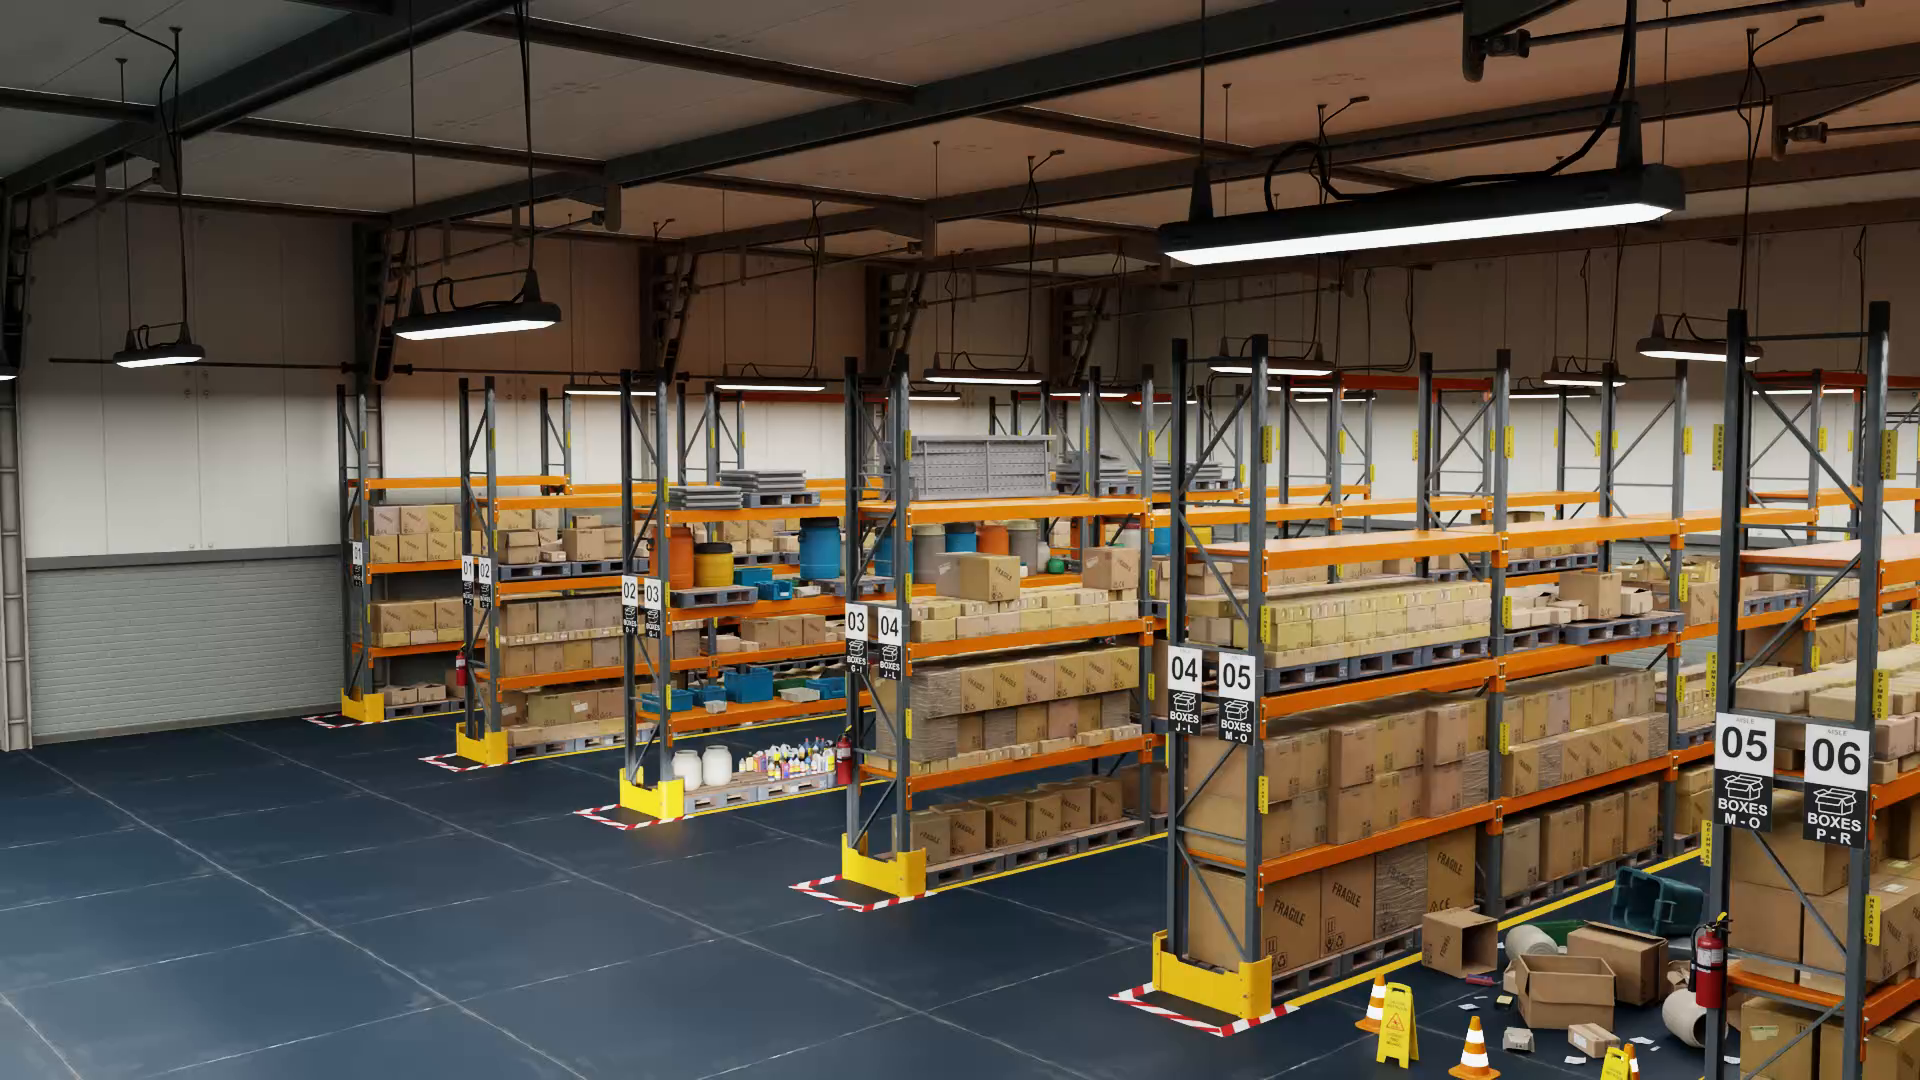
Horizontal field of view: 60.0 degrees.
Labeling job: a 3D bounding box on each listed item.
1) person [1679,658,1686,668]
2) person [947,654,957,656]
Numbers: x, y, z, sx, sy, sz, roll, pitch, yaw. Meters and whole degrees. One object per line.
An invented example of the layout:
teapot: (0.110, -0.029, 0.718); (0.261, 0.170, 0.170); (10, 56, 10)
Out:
person: (11.373, 2.639, 26.137); (0.699, 1.606, 0.601); (-2, 4, -27)
person: (0.035, 2.451, 29.767); (1.173, 1.548, 0.667); (-2, 4, -27)
